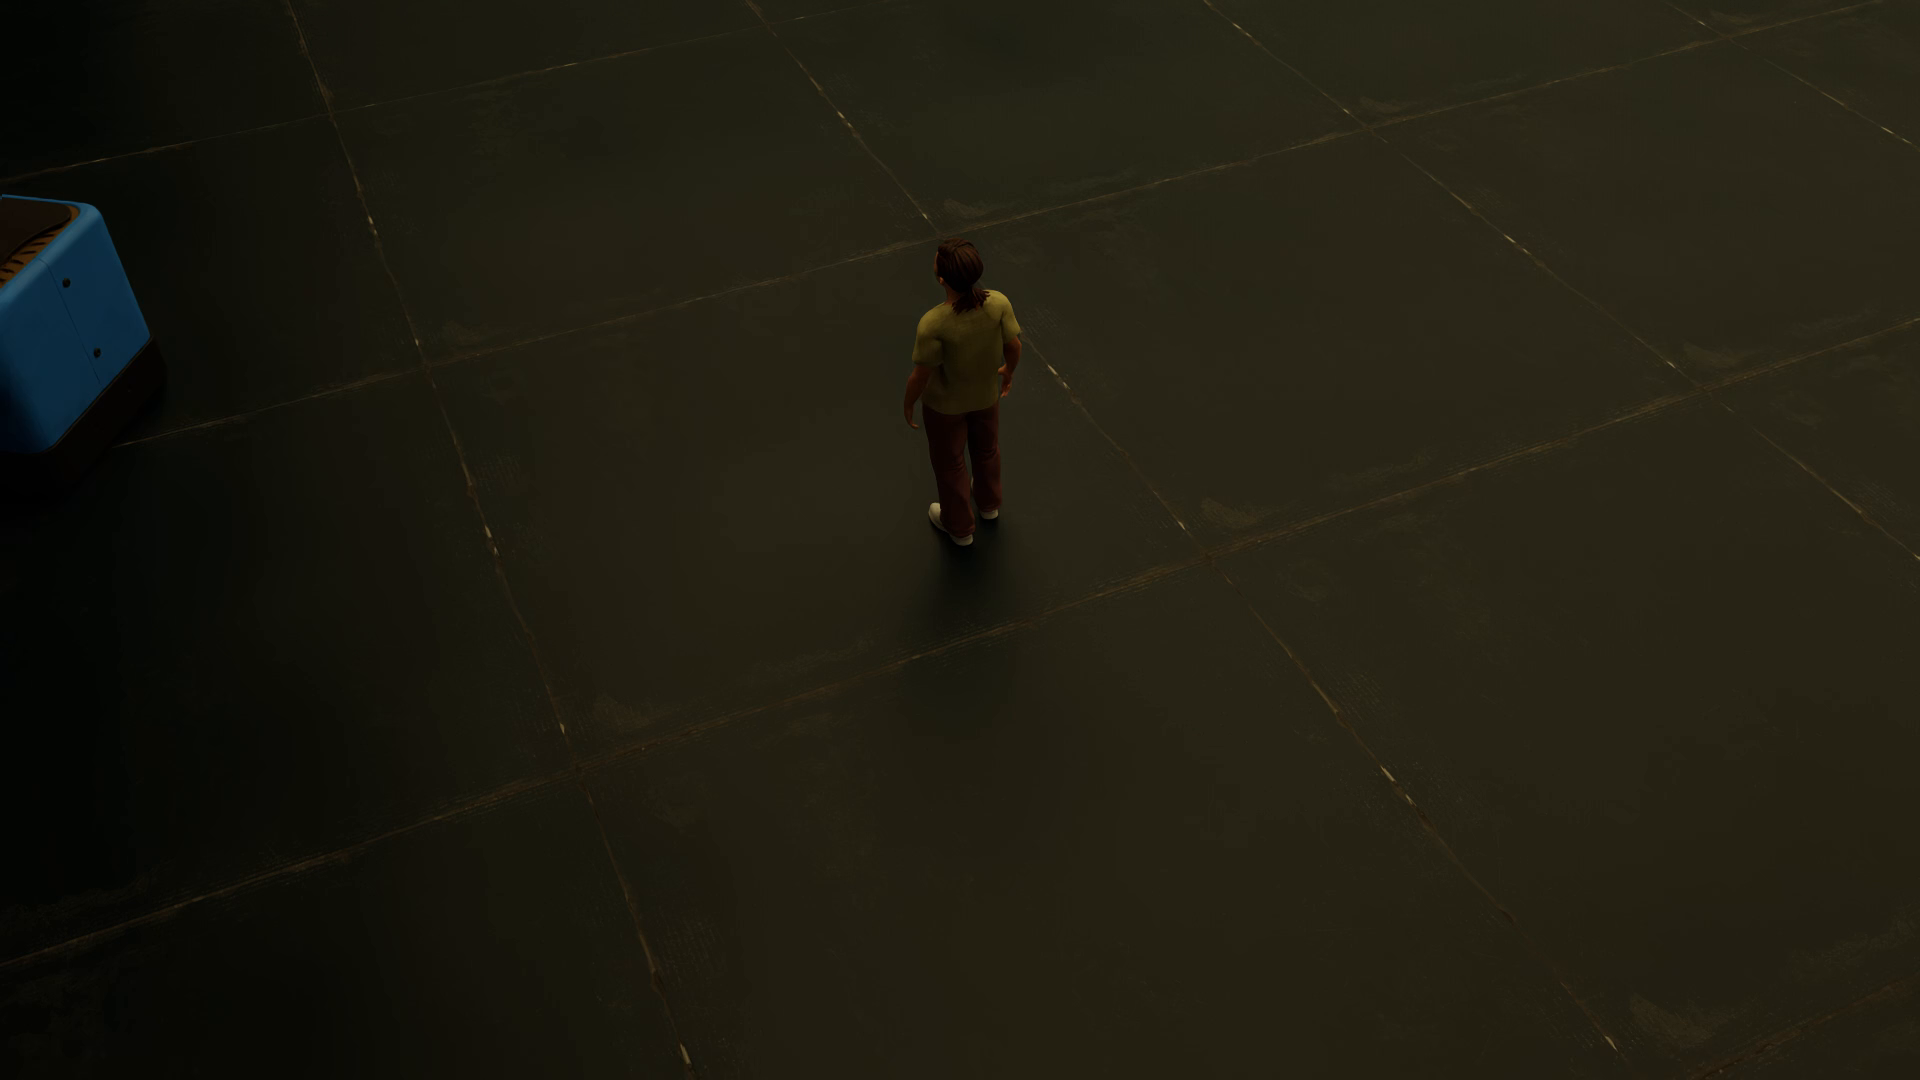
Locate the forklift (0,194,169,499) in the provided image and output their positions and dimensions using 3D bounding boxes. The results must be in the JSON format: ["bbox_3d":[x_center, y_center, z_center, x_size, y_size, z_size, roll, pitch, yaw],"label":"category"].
[{"bbox_3d":[-5.681,-1.761,7.568,3.031,2.935,1.130,7,43,8],"label":"forklift"}]

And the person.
[{"bbox_3d":[-0.020,-0.667,7.304,0.553,1.673,0.548,-18,46,-18],"label":"person"}]
